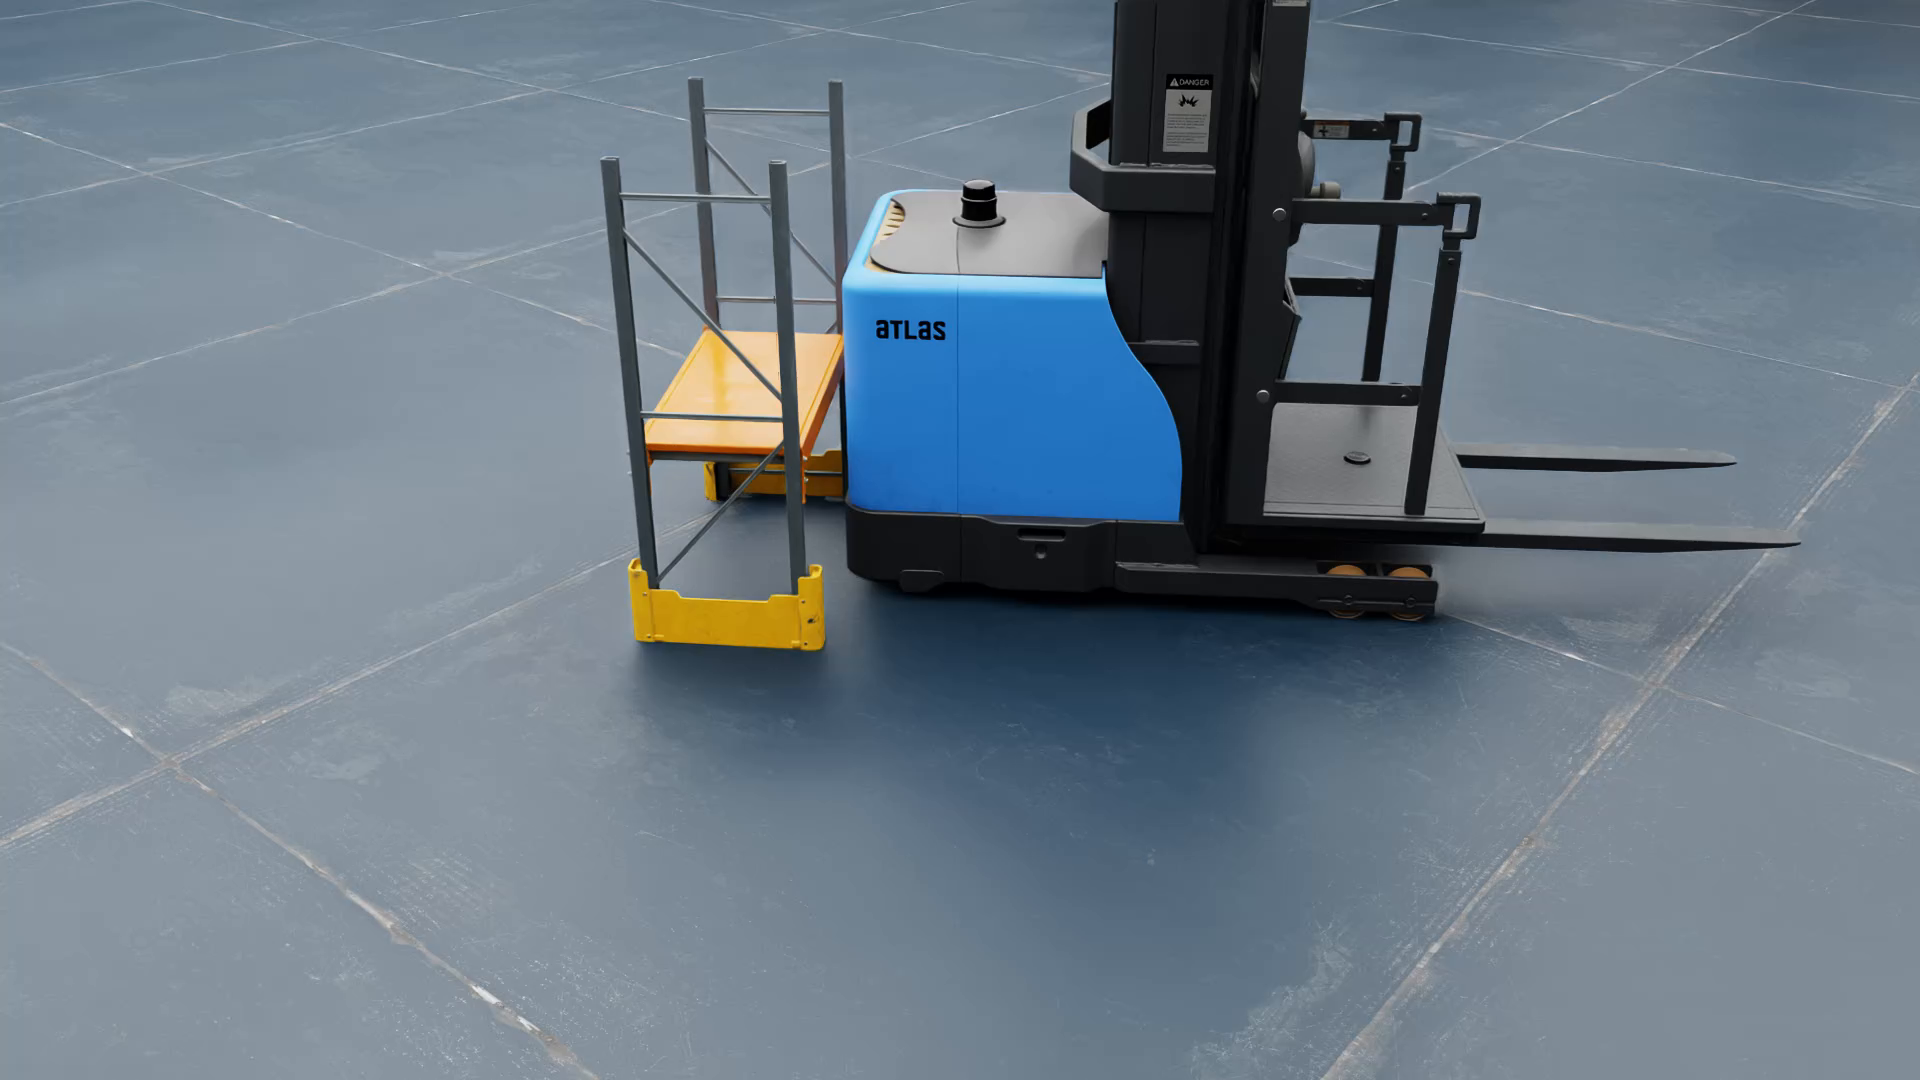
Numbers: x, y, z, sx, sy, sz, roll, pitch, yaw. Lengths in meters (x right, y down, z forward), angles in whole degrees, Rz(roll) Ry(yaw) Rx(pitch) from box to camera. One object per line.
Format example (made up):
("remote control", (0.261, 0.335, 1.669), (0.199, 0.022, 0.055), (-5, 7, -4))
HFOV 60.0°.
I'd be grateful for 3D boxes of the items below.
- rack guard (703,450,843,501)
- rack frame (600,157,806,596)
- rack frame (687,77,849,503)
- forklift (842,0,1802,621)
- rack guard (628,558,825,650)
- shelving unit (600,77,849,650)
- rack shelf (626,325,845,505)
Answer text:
("rack guard", (-0.628, -0.261, 5.982), (0.587, 0.250, 0.087), (2, 27, 4))
("rack frame", (-0.714, -0.351, 4.796), (0.500, 1.500, 0.032), (2, 27, 4))
("rack frame", (-0.628, -0.816, 5.696), (0.500, 1.500, 0.032), (2, 27, 4))
("forklift", (1.174, -1.301, 5.075), (3.031, 2.935, 1.130), (2, 27, 4))
("rack guard", (-0.713, 0.195, 5.101), (0.587, 0.250, 0.087), (2, 27, 4))
("shelving unit", (-0.670, -0.588, 5.254), (0.587, 1.500, 1.083), (2, 27, 4))
("rack shelf", (-0.671, -0.424, 5.329), (0.538, 0.185, 1.000), (2, 27, 4))
